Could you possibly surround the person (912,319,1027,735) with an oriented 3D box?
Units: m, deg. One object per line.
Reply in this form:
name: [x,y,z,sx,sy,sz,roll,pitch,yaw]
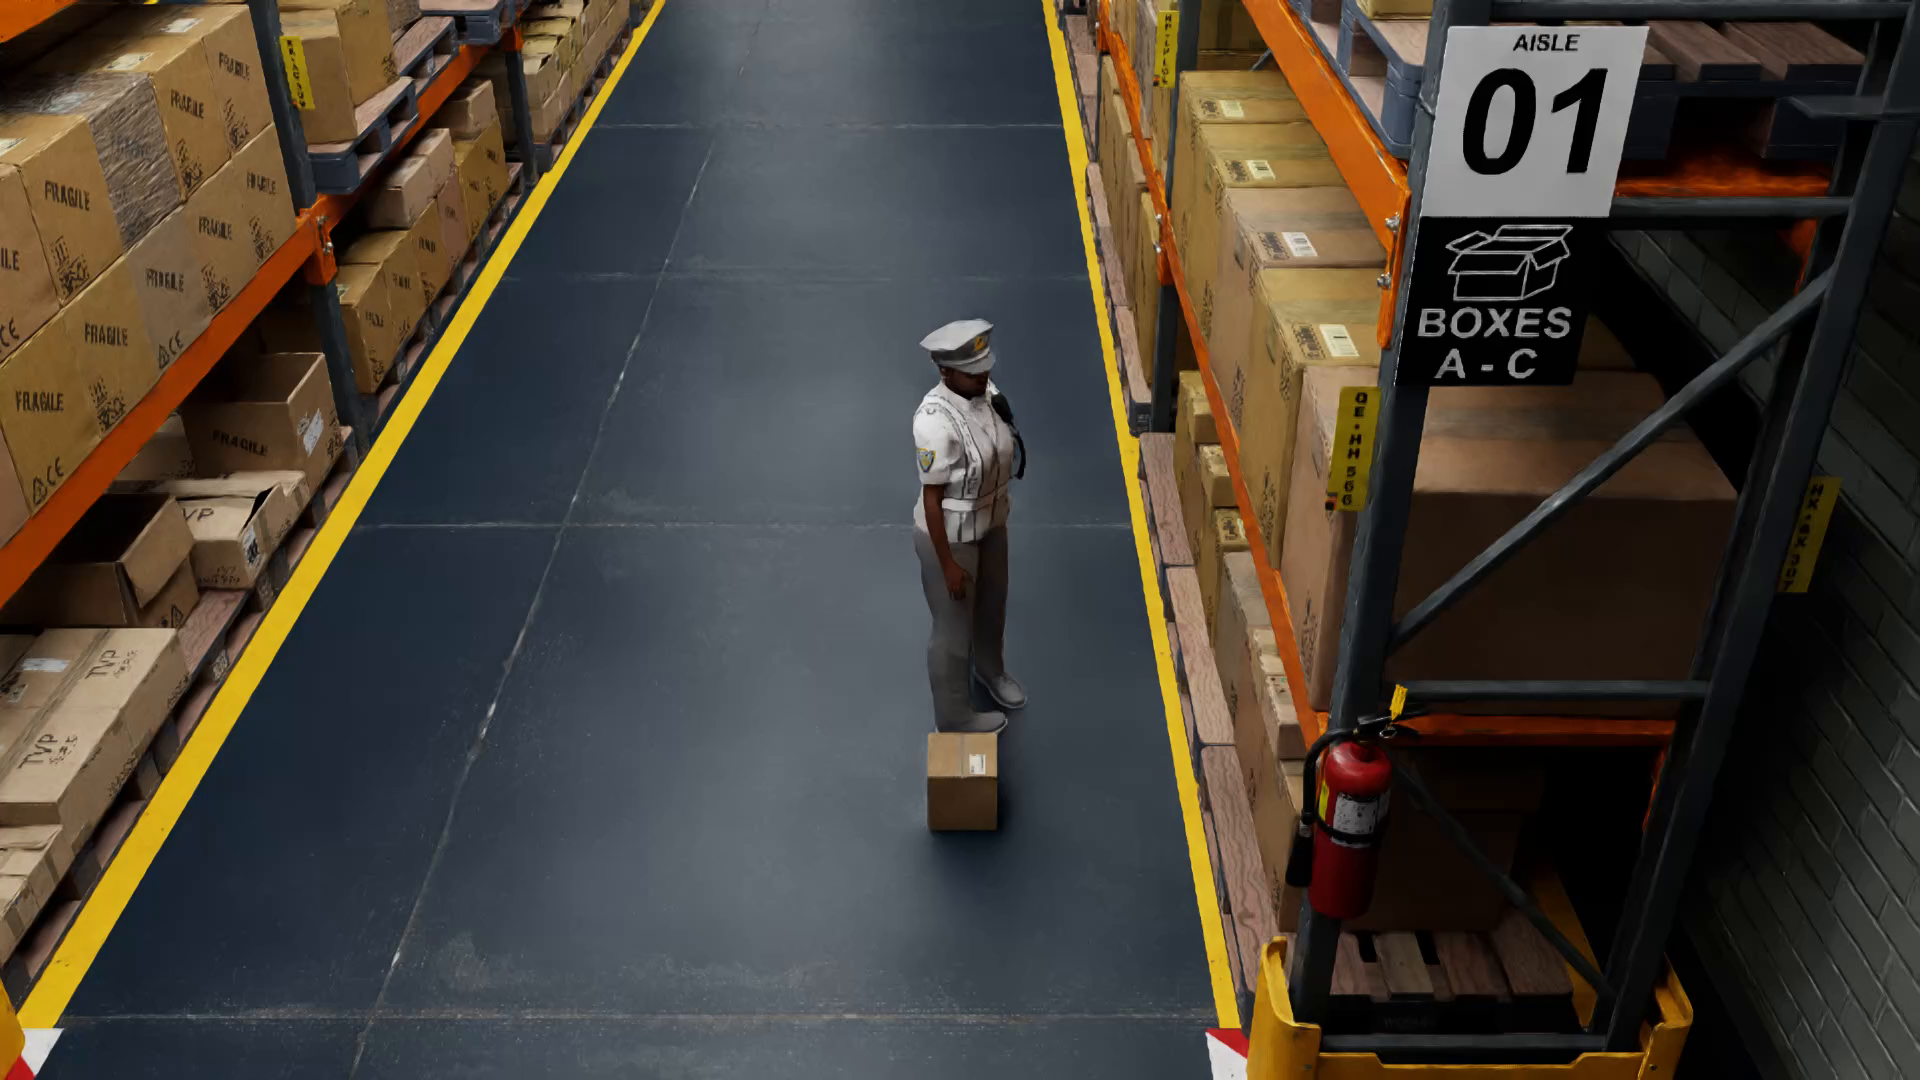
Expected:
person: [0.041,-0.028,6.179,0.389,1.689,0.530,19,37,28]
